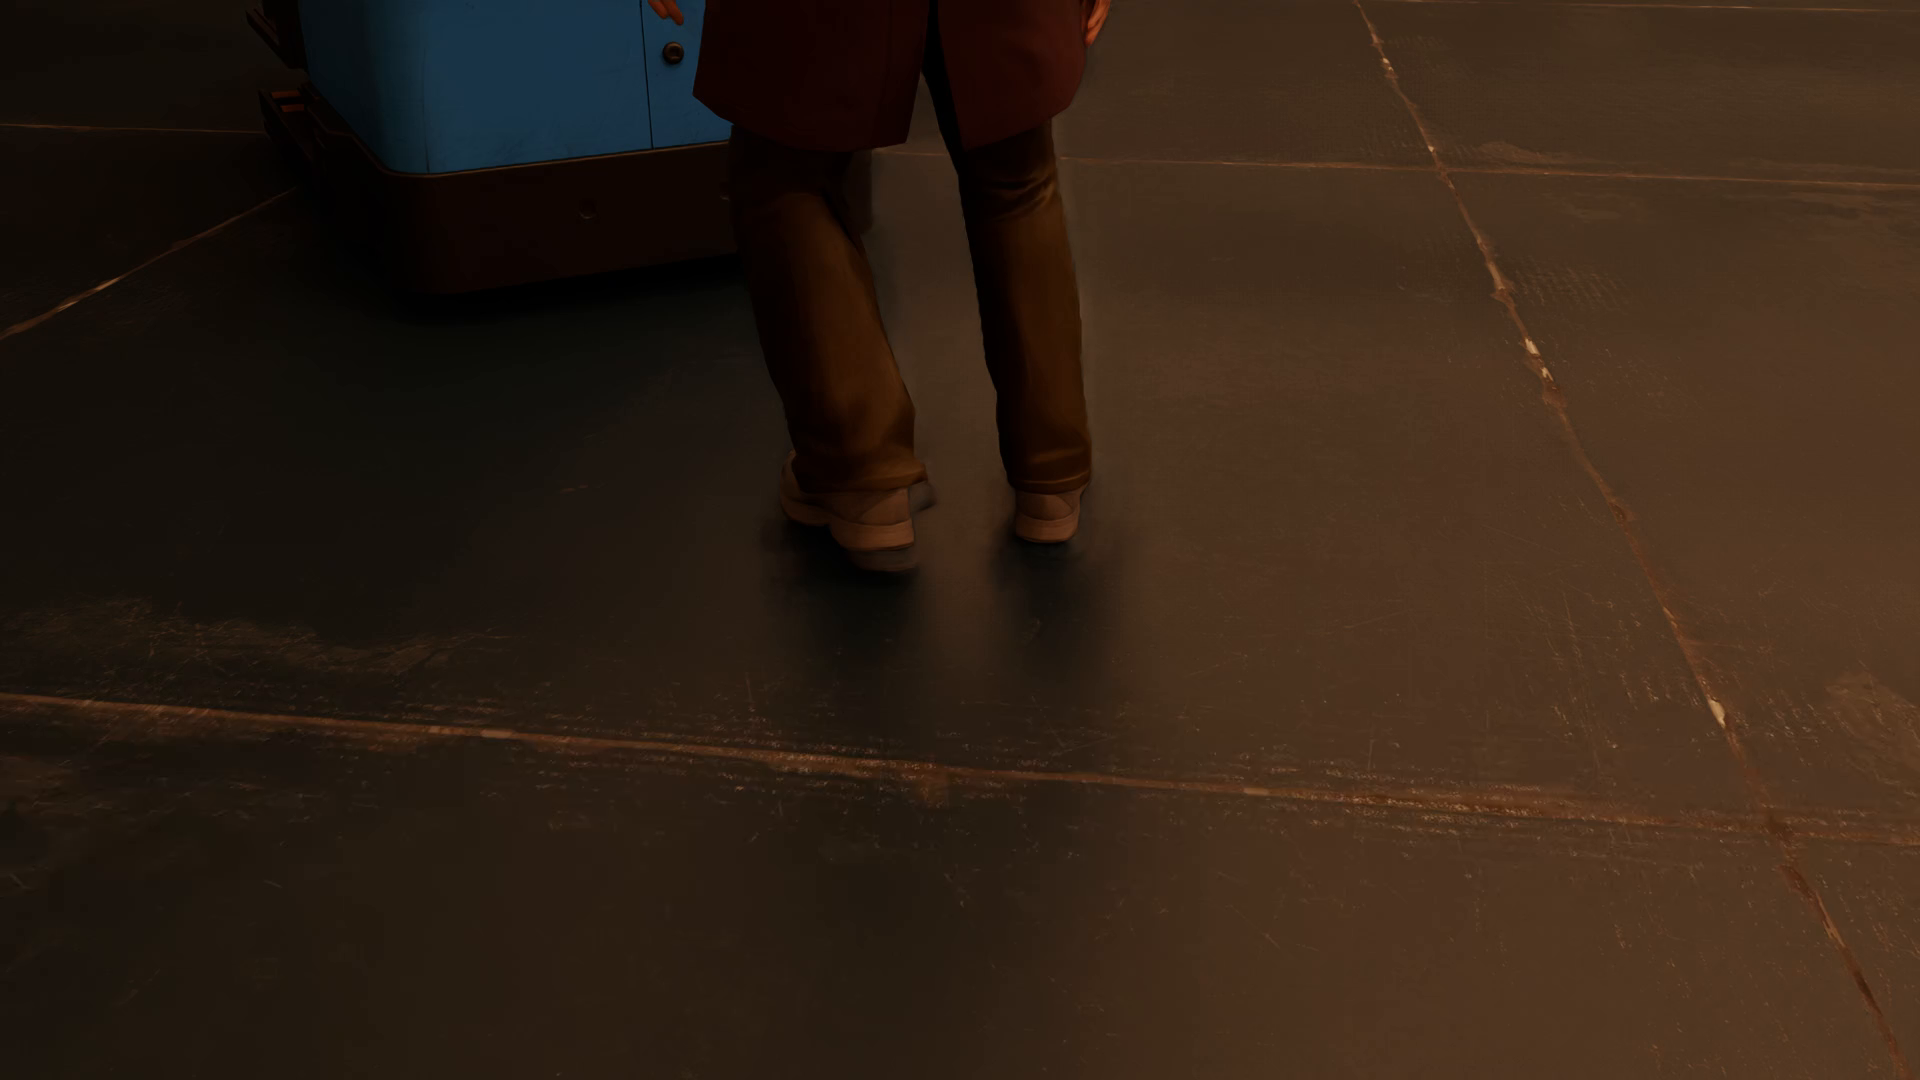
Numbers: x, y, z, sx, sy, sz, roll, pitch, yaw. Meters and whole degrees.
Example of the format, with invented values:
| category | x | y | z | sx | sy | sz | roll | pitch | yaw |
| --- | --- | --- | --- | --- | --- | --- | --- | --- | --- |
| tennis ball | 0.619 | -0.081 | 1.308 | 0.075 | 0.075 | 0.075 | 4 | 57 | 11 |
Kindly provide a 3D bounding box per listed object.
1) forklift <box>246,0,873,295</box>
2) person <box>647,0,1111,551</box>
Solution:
| category | x | y | z | sx | sy | sz | roll | pitch | yaw |
| --- | --- | --- | --- | --- | --- | --- | --- | --- | --- |
| forklift | -1.330 | -2.426 | 4.080 | 1.130 | 2.935 | 3.031 | -13 | 29 | -25 |
| person | -0.062 | -0.812 | 2.190 | 0.736 | 1.737 | 0.435 | -11 | 28 | -21 |
